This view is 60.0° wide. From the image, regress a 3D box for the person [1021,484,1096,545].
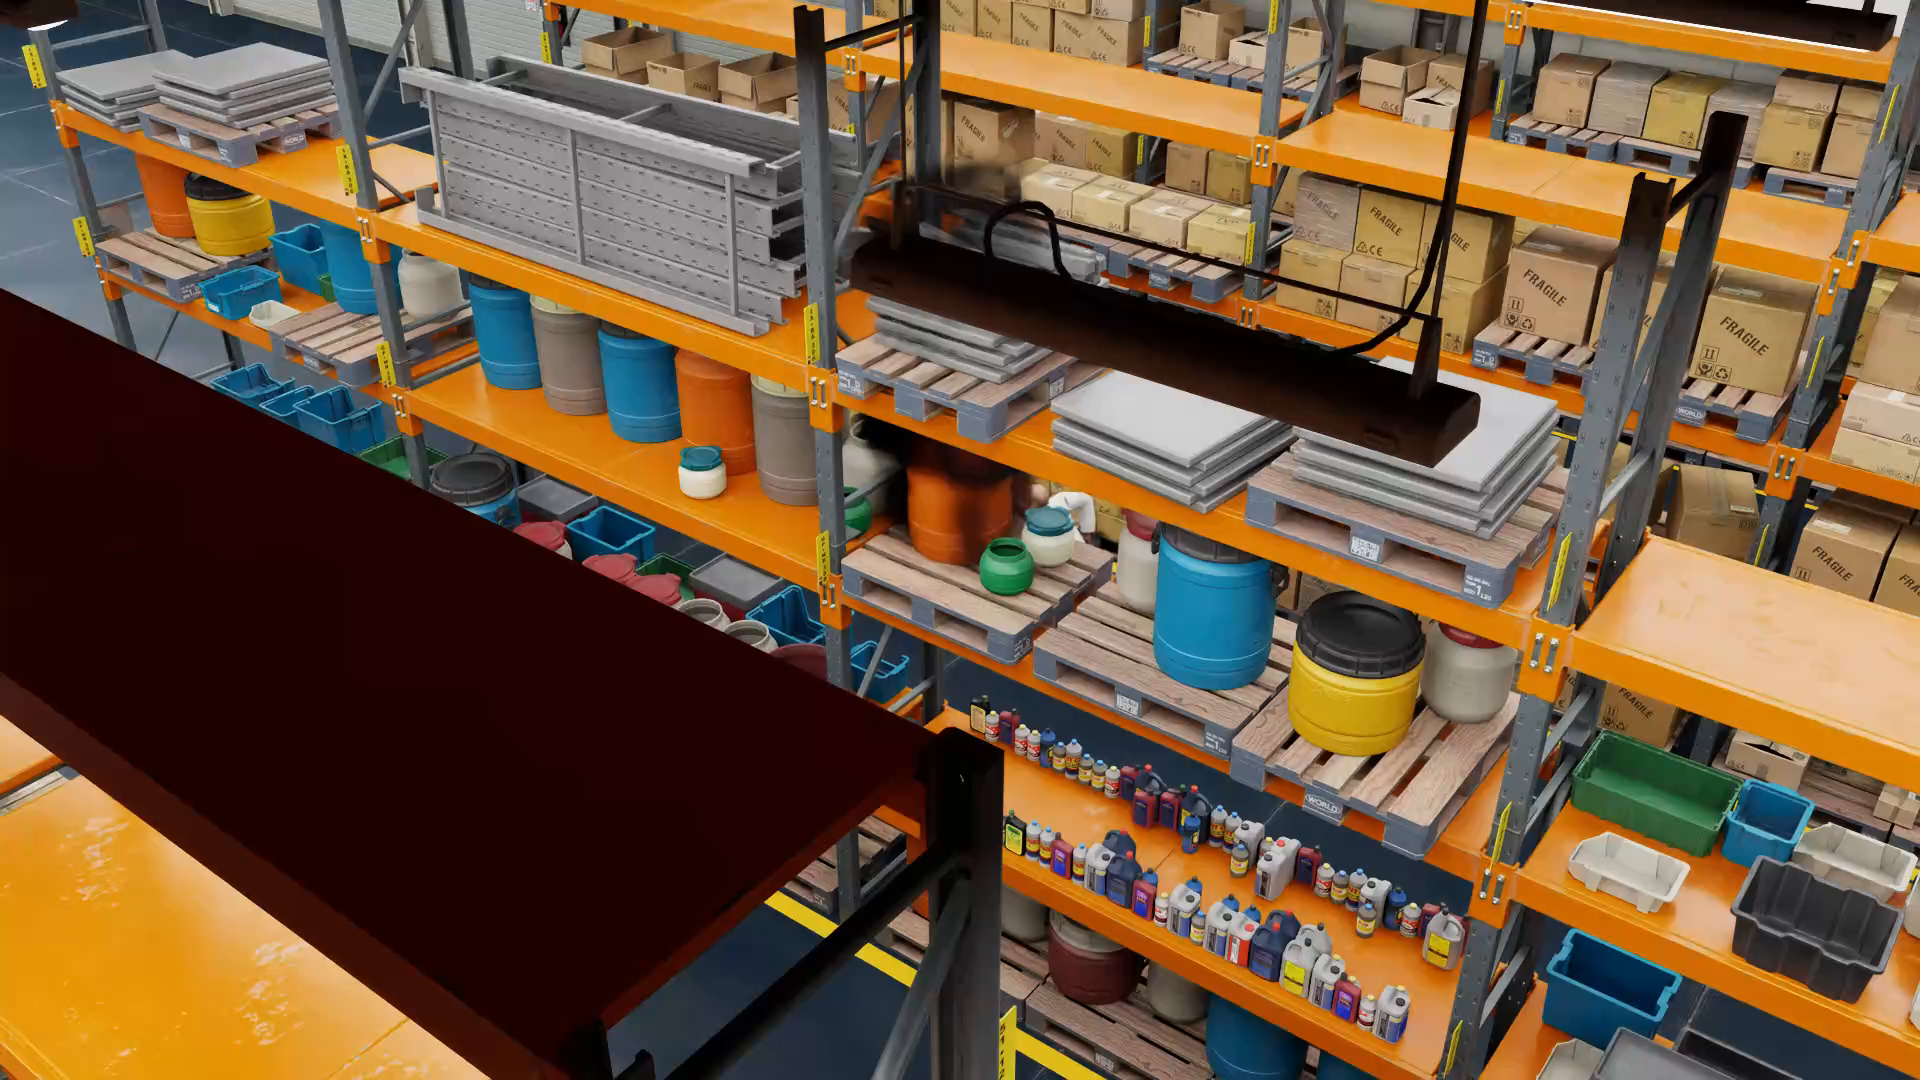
[{"bbox_3d":[0.878,0.315,13.208,1.039,1.683,0.755,9,33,14],"label":"person"}]
